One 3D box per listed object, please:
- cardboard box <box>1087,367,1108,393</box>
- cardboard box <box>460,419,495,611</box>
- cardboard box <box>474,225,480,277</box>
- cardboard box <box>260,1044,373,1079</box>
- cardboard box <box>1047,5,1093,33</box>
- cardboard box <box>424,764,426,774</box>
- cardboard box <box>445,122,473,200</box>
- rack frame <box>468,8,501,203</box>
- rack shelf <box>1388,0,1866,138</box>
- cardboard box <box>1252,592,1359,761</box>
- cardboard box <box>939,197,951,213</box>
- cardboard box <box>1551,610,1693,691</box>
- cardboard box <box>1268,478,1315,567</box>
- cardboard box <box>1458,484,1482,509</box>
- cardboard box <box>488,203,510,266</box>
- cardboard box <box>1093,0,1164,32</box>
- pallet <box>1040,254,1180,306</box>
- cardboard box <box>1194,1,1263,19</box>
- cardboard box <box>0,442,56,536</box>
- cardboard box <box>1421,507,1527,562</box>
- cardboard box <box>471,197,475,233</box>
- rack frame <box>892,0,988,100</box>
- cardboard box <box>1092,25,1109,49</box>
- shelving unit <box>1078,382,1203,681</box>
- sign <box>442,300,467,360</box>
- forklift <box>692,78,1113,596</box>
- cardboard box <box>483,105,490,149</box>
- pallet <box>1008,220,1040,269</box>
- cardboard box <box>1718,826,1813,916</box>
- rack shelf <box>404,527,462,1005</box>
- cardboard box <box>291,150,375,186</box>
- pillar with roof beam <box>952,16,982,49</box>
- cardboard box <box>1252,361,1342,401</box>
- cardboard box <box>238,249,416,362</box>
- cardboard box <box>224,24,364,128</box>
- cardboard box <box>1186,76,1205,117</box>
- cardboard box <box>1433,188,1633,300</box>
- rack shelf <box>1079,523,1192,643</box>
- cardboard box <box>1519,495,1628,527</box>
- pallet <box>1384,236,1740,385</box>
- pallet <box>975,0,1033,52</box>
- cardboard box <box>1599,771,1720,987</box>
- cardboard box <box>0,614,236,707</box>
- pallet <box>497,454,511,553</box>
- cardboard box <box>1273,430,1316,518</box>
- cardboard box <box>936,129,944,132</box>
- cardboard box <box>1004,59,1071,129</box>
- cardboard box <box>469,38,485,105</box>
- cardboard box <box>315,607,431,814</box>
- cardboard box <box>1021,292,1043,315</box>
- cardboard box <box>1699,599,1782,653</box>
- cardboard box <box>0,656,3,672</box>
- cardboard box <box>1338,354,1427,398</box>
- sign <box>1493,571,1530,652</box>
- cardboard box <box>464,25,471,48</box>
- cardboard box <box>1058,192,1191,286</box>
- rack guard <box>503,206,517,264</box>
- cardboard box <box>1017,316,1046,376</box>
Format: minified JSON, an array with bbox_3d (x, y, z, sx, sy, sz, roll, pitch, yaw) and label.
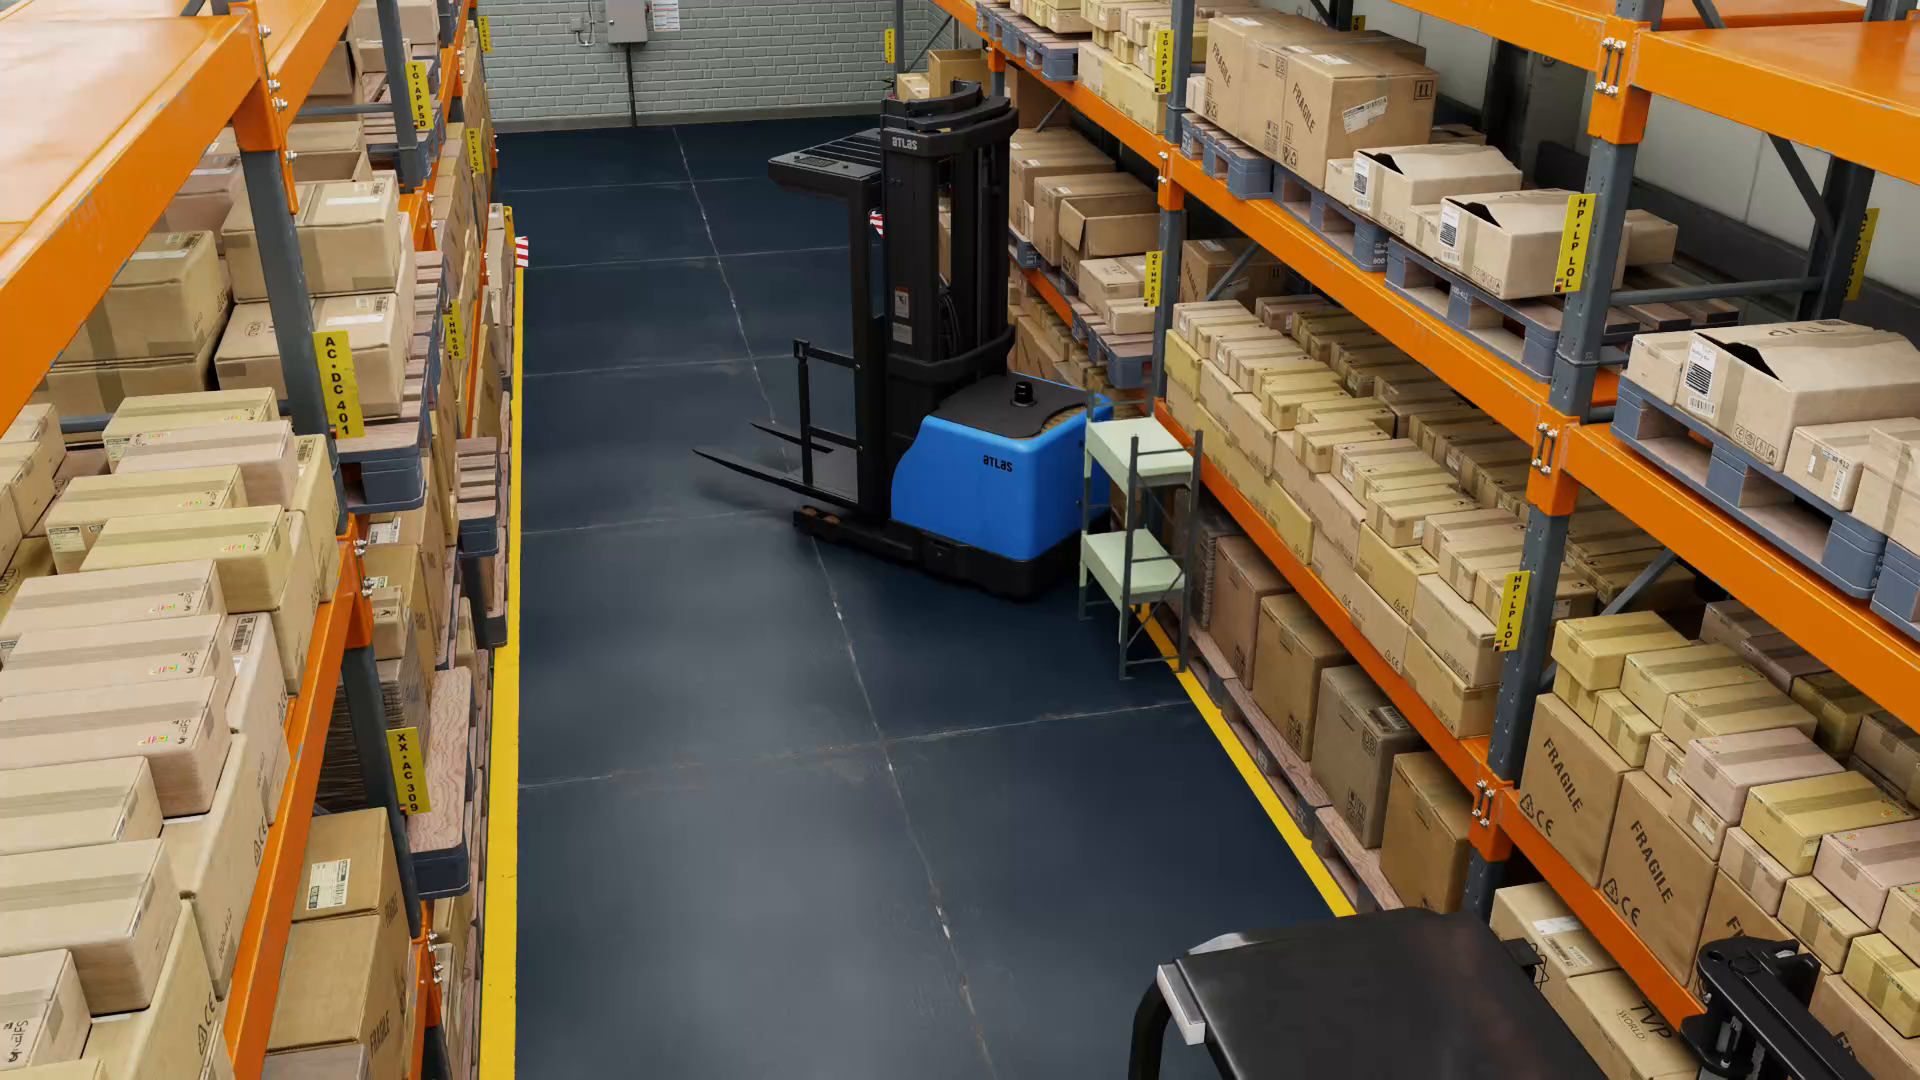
[{"bbox_3d":[1.098,-1.092,11.519,0.380,0.149,0.250,-6,27,-12],"label":"cardboard box"},{"bbox_3d":[-3.274,-0.118,9.893,0.875,0.875,0.875,-6,27,-12],"label":"cardboard box"},{"bbox_3d":[-3.754,-2.085,12.065,0.500,0.250,0.500,-7,28,-13],"label":"cardboard box"},{"bbox_3d":[-1.711,1.634,4.090,0.500,0.500,0.500,-5,27,-10],"label":"cardboard box"},{"bbox_3d":[0.786,-3.444,10.964,0.380,0.149,0.250,-5,27,-10],"label":"cardboard box"},{"bbox_3d":[-2.114,0.839,5.919,0.380,0.149,0.250,-6,27,-11],"label":"cardboard box"},{"bbox_3d":[-3.755,-2.644,11.784,0.500,0.500,0.500,-5,27,-10],"label":"cardboard box"},{"bbox_3d":[-5.002,-4.079,15.849,1.000,3.000,0.127,-6,27,-12],"label":"rack frame"},{"bbox_3d":[2.087,-2.373,7.054,1.077,0.370,4.000,-6,27,-12],"label":"rack shelf"},{"bbox_3d":[2.070,0.657,8.636,0.875,0.625,0.625,-7,28,-14],"label":"cardboard box"},{"bbox_3d":[0.033,-2.999,16.018,0.700,0.500,0.500,-5,27,-9],"label":"cardboard box"},{"bbox_3d":[2.320,0.386,5.841,0.380,0.149,0.250,-5,27,-11],"label":"cardboard box"},{"bbox_3d":[1.844,-0.112,8.155,0.500,0.250,0.500,-5,27,-10],"label":"cardboard box"},{"bbox_3d":[2.465,-0.170,7.716,0.500,0.250,0.500,-7,28,-13],"label":"cardboard box"},{"bbox_3d":[-4.756,-2.843,15.778,0.875,0.438,0.875,-7,28,-13],"label":"cardboard box"},{"bbox_3d":[1.037,-3.236,10.243,0.380,0.149,0.250,-7,28,-13],"label":"cardboard box"},{"bbox_3d":[1.193,-1.840,11.627,1.003,0.211,1.213,-6,27,-12],"label":"pallet"},{"bbox_3d":[1.630,-3.181,10.134,0.380,0.149,0.250,-5,27,-10],"label":"cardboard box"},{"bbox_3d":[-2.458,-0.112,4.053,0.380,0.149,0.250,-5,27,-10],"label":"cardboard box"},{"bbox_3d":[2.164,-0.003,6.942,0.380,0.149,0.250,-6,27,-12],"label":"cardboard box"},{"bbox_3d":[-3.764,-2.311,11.957,0.500,0.250,0.500,-6,27,-12],"label":"cardboard box"},{"bbox_3d":[-0.167,-4.585,16.851,1.000,3.000,0.127,-6,27,-12],"label":"rack frame"},{"bbox_3d":[1.057,-3.222,10.546,0.380,0.149,0.250,-5,27,-10],"label":"cardboard box"},{"bbox_3d":[1.011,-0.051,9.520,0.431,1.500,0.755,-6,27,-13],"label":"shelving unit"},{"bbox_3d":[-2.673,-1.108,8.766,0.100,0.325,0.005,-6,27,-12],"label":"sign"},{"bbox_3d":[-0.503,-1.476,10.767,3.031,2.935,1.130,18,32,32],"label":"forklift"},{"bbox_3d":[-4.537,-3.717,15.021,0.500,0.500,0.500,-7,28,-13],"label":"cardboard box"},{"bbox_3d":[0.808,-2.381,12.698,1.003,0.211,1.213,-6,27,-12],"label":"pallet"},{"bbox_3d":[2.540,0.972,5.011,0.380,0.149,0.250,-6,27,-12],"label":"cardboard box"},{"bbox_3d":[-2.748,0.632,7.314,1.077,0.370,4.000,-6,27,-12],"label":"rack shelf"},{"bbox_3d":[-2.828,-1.286,6.871,0.797,0.503,0.637,-6,27,-12],"label":"cardboard box"},{"bbox_3d":[-4.091,-8.101,17.160,9.100,9.000,0.400,-6,27,-12],"label":"pillar with roof beam"},{"bbox_3d":[1.722,-0.789,8.500,0.380,0.149,0.250,-6,27,-11],"label":"cardboard box"},{"bbox_3d":[-2.154,-0.791,5.705,0.500,0.250,0.500,-6,27,-12],"label":"cardboard box"},{"bbox_3d":[-3.431,-2.290,8.395,0.797,0.503,0.637,-8,28,-15],"label":"cardboard box"},{"bbox_3d":[1.419,-2.356,8.788,0.380,0.166,0.250,-6,27,-12],"label":"cardboard box"},{"bbox_3d":[2.137,-1.141,6.222,0.500,0.311,0.500,-7,28,-13],"label":"cardboard box"},{"bbox_3d":[1.009,0.242,9.663,0.431,0.370,0.720,-6,27,-13],"label":"rack shelf"},{"bbox_3d":[2.602,-0.060,7.056,0.380,0.149,0.250,-6,27,-12],"label":"cardboard box"},{"bbox_3d":[2.326,-0.956,6.546,0.805,0.209,1.217,-7,28,-14],"label":"pallet"},{"bbox_3d":[0.813,-3.791,12.157,1.213,0.211,1.003,-6,27,-12],"label":"pallet"},{"bbox_3d":[2.517,1.087,5.503,0.500,0.500,0.500,-5,27,-11],"label":"cardboard box"},{"bbox_3d":[-1.656,0.286,3.267,0.380,0.149,0.250,-6,27,-11],"label":"cardboard box"},{"bbox_3d":[-3.575,-0.211,11.280,1.003,0.211,1.213,-6,27,-12],"label":"pallet"},{"bbox_3d":[1.850,-0.336,8.045,0.500,0.250,0.500,-6,27,-11],"label":"cardboard box"},{"bbox_3d":[0.040,-3.758,15.050,0.500,0.250,0.500,-7,28,-13],"label":"cardboard box"},{"bbox_3d":[0.658,-3.910,14.519,0.500,0.500,0.500,-7,28,-13],"label":"cardboard box"},{"bbox_3d":[-4.515,-4.156,14.781,0.500,0.500,0.500,-6,27,-11],"label":"cardboard box"},{"bbox_3d":[-2.124,0.589,5.694,0.500,0.500,0.500,-5,27,-10],"label":"cardboard box"},{"bbox_3d":[0.694,-1.892,13.104,0.380,0.149,0.250,-7,28,-13],"label":"cardboard box"},{"bbox_3d":[2.904,0.326,5.961,0.380,0.149,0.250,-6,27,-11],"label":"cardboard box"},{"bbox_3d":[-2.240,0.452,3.380,0.500,0.250,0.500,-6,27,-11],"label":"cardboard box"},{"bbox_3d":[2.180,-0.838,8.597,0.380,0.149,0.250,-6,27,-12],"label":"cardboard box"},{"bbox_3d":[2.011,0.261,6.053,0.100,0.325,0.005,-6,27,-12],"label":"sign"},{"bbox_3d":[-4.489,-4.394,14.533,0.380,0.149,0.250,-5,27,-10],"label":"cardboard box"},{"bbox_3d":[1.088,-2.004,11.158,0.797,0.503,0.637,-7,28,-13],"label":"cardboard box"},{"bbox_3d":[-5.007,-2.974,16.434,1.175,0.500,0.348,-6,27,-12],"label":"rack guard"},{"bbox_3d":[0.754,-1.432,12.914,0.500,0.500,0.500,-6,27,-12],"label":"cardboard box"}]
